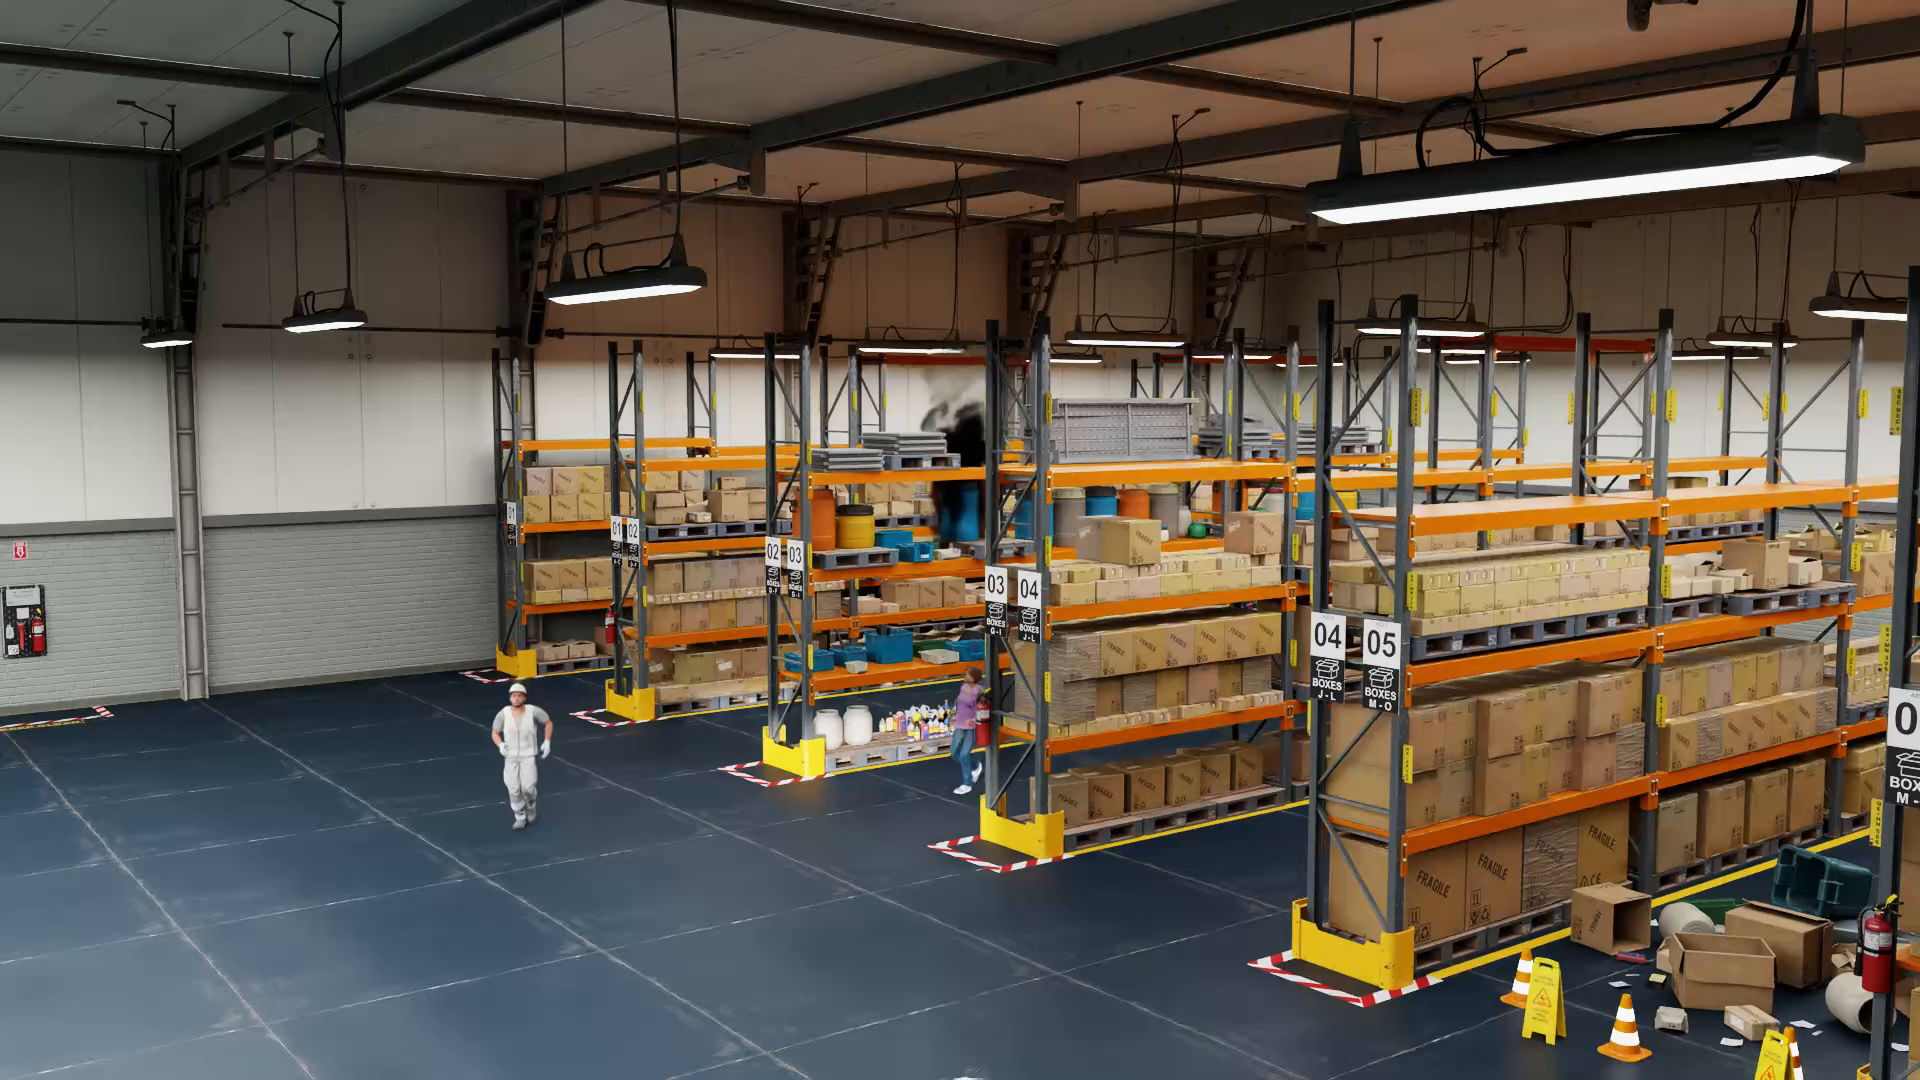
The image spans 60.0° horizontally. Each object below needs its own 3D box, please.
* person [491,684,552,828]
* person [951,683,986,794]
[{"bbox_3d":[-5.182,2.564,19.655,0.692,1.743,0.584,-1,5,-10],"label":"person"},{"bbox_3d":[0.117,2.423,20.364,0.496,1.336,0.527,-5,7,-43],"label":"person"}]
